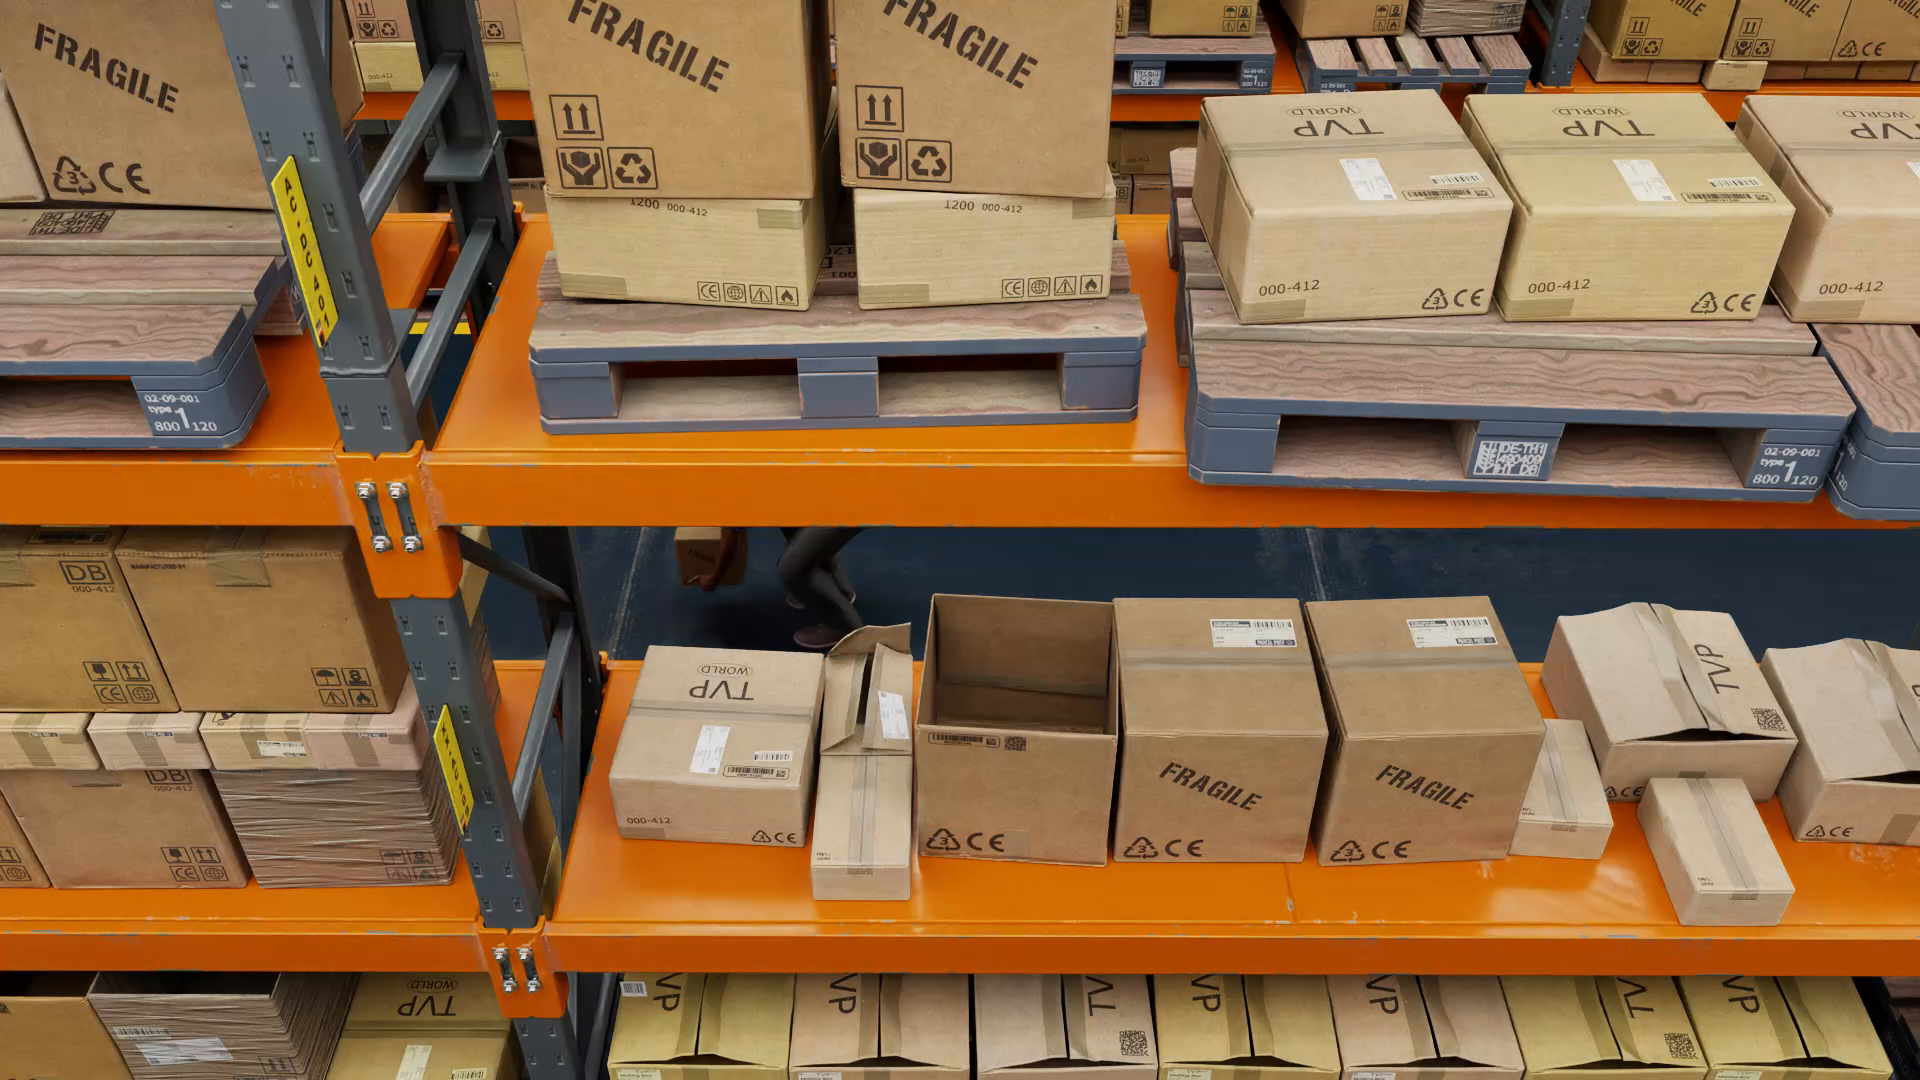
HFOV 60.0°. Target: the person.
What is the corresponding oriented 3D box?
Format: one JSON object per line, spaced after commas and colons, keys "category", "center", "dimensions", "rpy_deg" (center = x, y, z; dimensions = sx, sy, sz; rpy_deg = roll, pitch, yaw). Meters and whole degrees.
{"category": "person", "center": [-0.714, -0.056, 6.706], "dimensions": [0.850, 1.048, 0.452], "rpy_deg": [-2, 40, -2]}
